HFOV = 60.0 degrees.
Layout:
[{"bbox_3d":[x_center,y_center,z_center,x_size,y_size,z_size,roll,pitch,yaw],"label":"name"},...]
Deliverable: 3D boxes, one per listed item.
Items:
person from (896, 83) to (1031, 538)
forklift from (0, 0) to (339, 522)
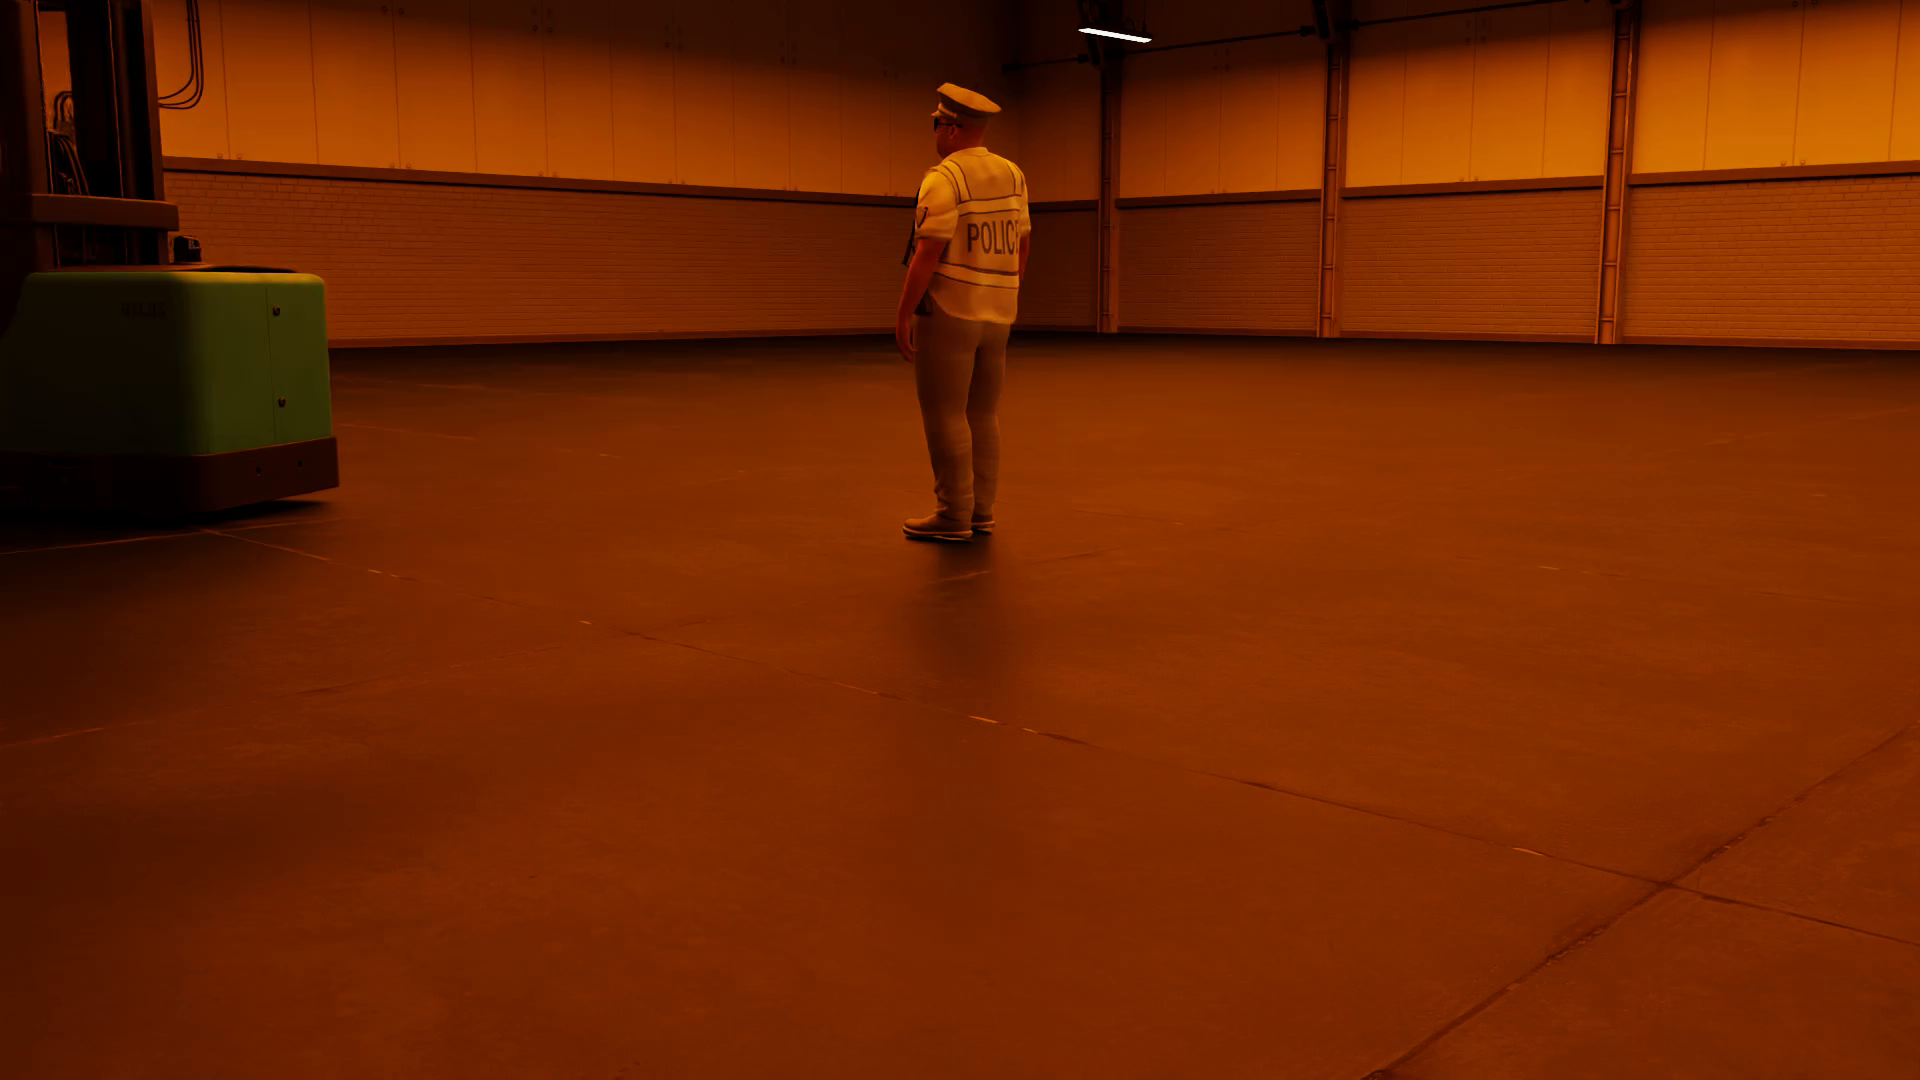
[{"bbox_3d":[-0.048,-0.898,6.645,0.574,1.780,0.641,8,12,43],"label":"person"},{"bbox_3d":[-4.529,-1.616,7.605,3.031,2.935,1.130,2,9,13],"label":"forklift"}]
